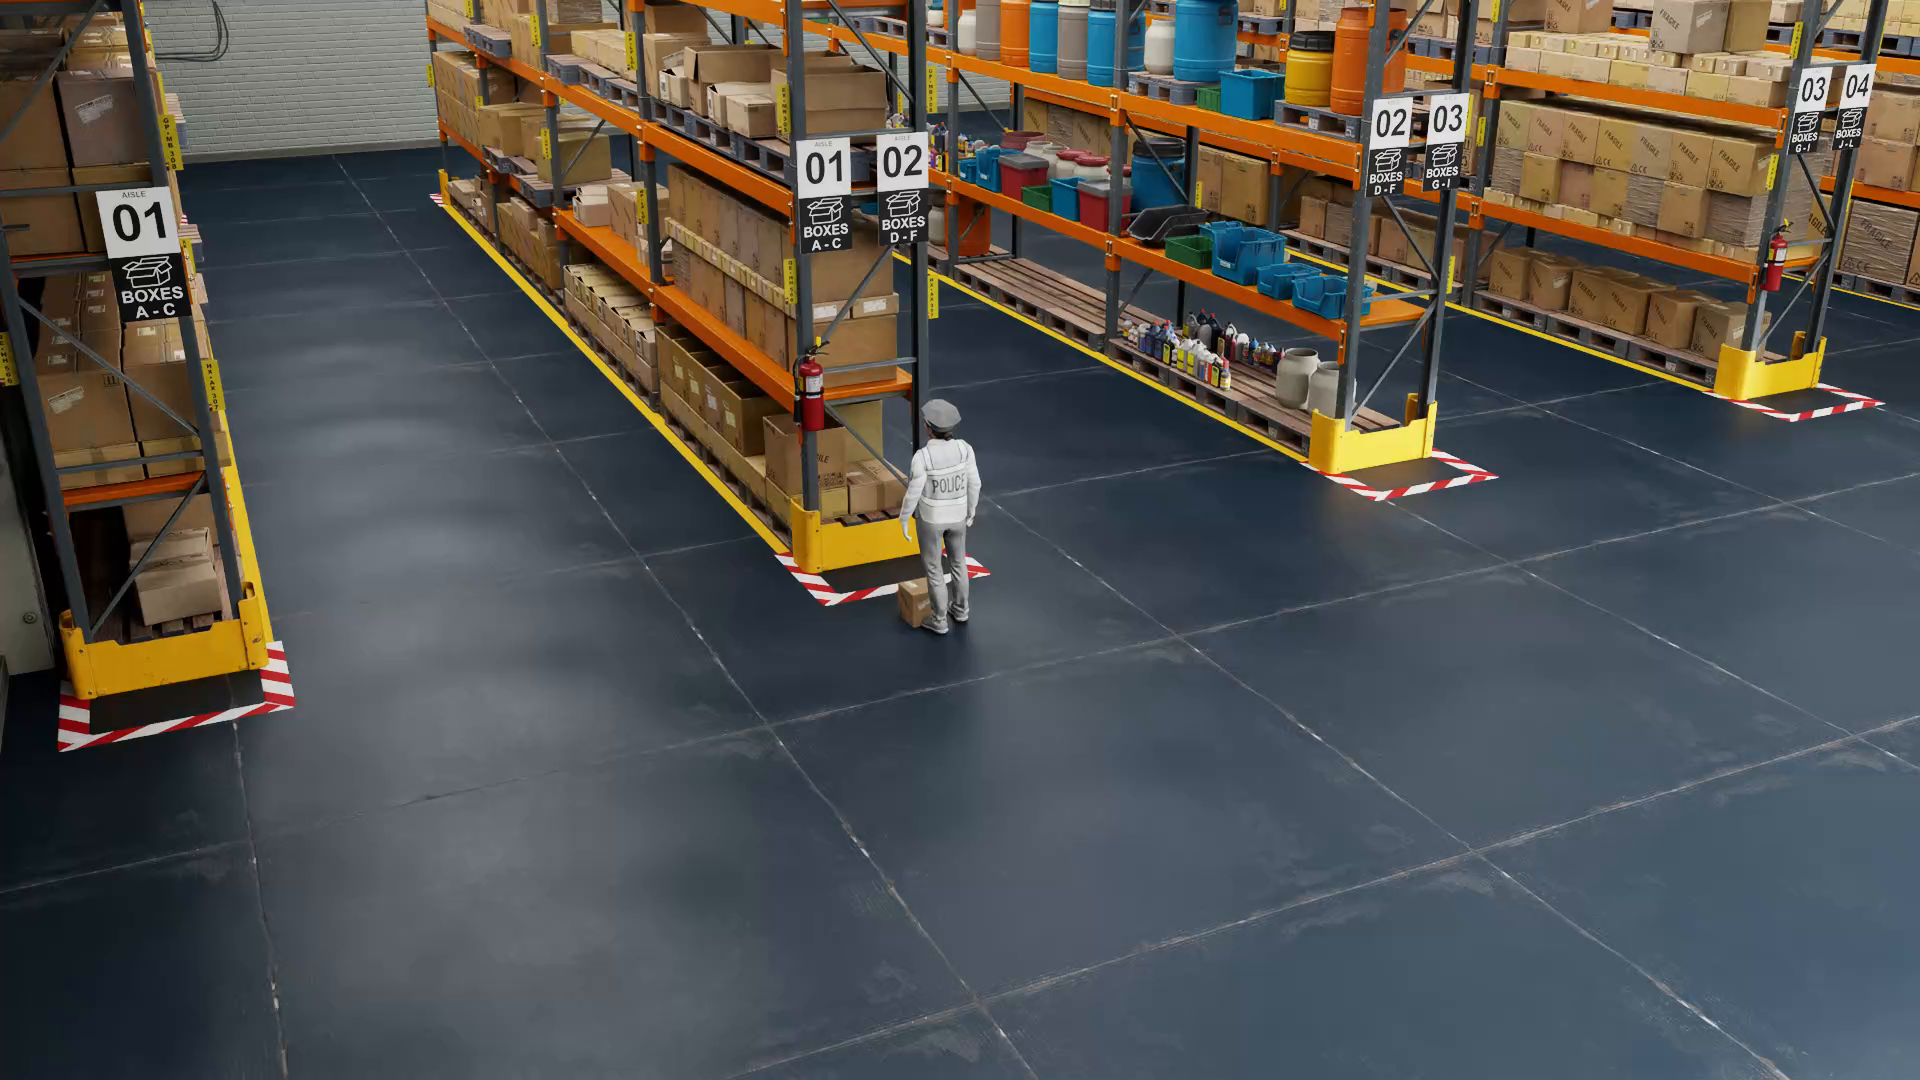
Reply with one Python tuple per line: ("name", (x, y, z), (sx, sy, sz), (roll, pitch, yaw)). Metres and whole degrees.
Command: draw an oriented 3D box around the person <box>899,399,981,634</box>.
("person", (-0.158, -0.170, 11.345), (0.588, 1.697, 0.533), (-10, 24, -24))
